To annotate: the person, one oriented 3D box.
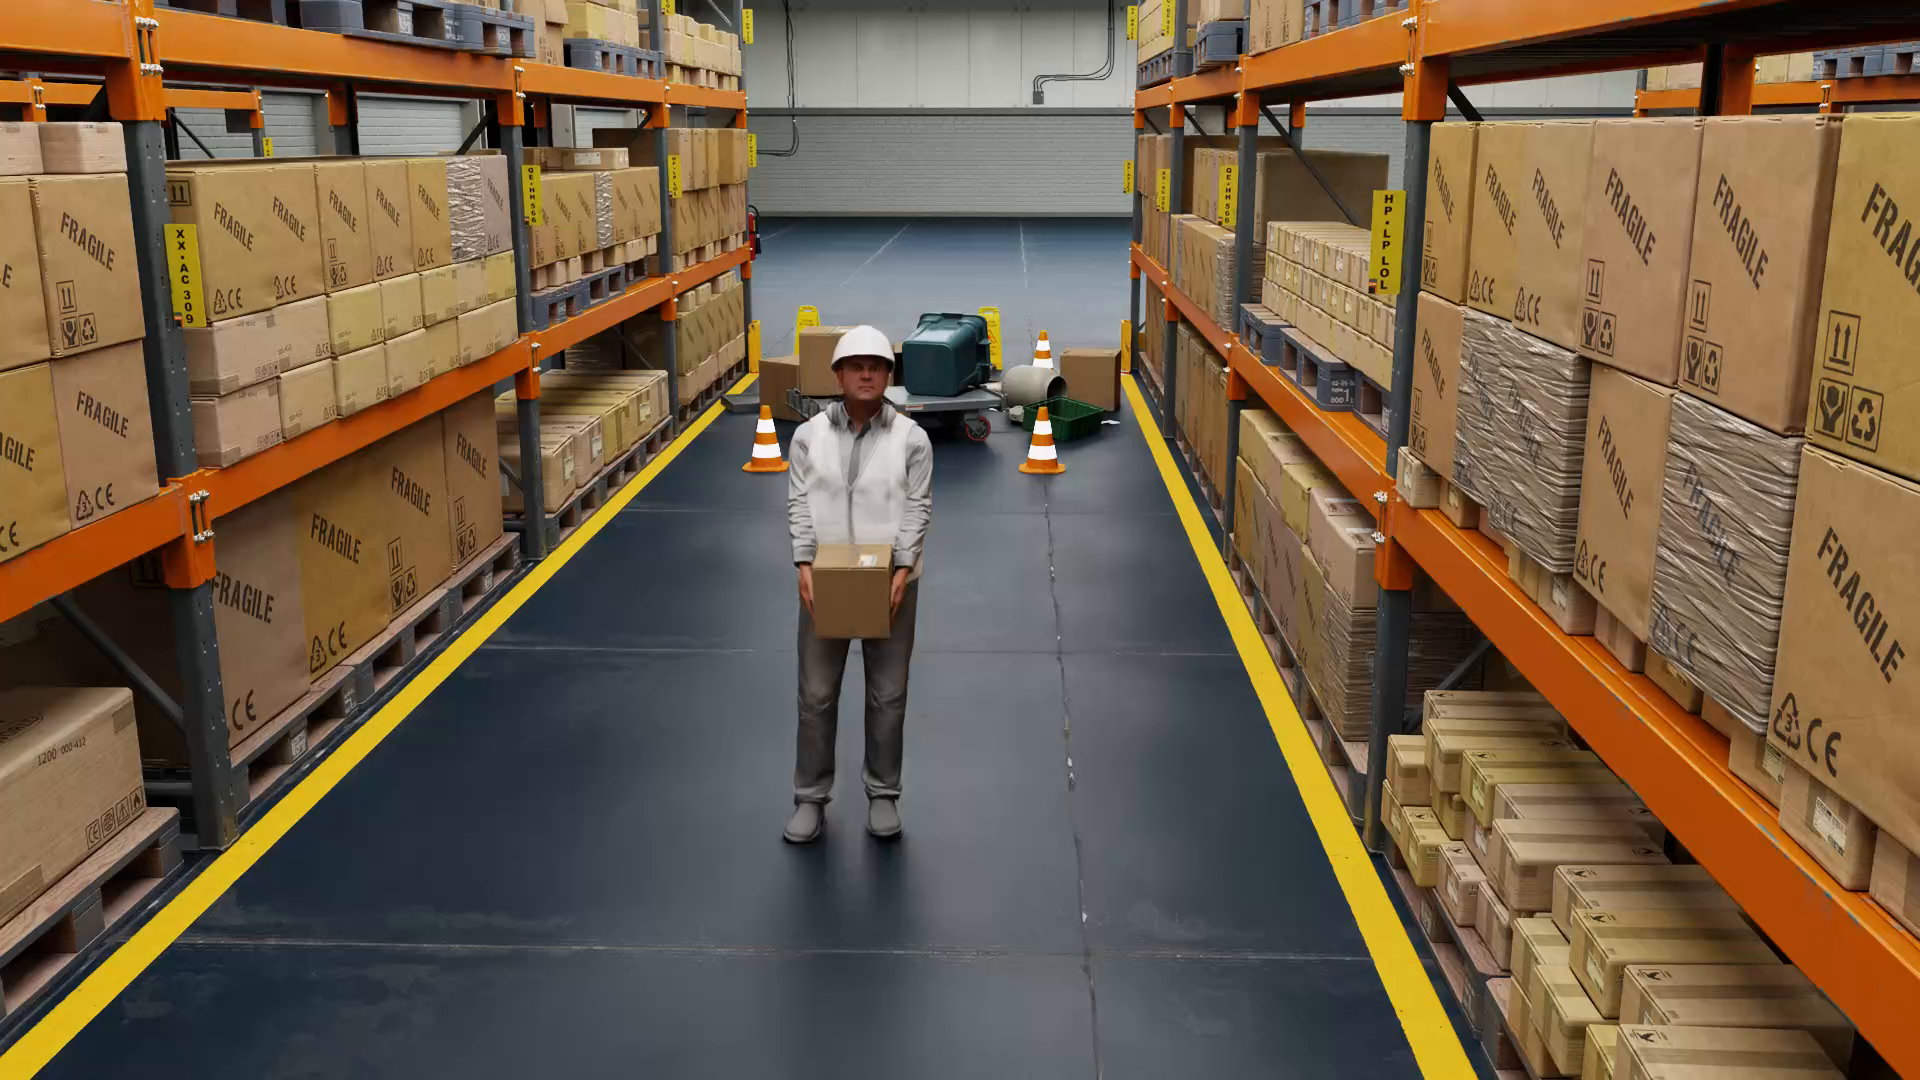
[{"bbox_3d":[-0.357,0.160,5.780,0.527,1.776,0.533,0,14,1],"label":"person"}]
